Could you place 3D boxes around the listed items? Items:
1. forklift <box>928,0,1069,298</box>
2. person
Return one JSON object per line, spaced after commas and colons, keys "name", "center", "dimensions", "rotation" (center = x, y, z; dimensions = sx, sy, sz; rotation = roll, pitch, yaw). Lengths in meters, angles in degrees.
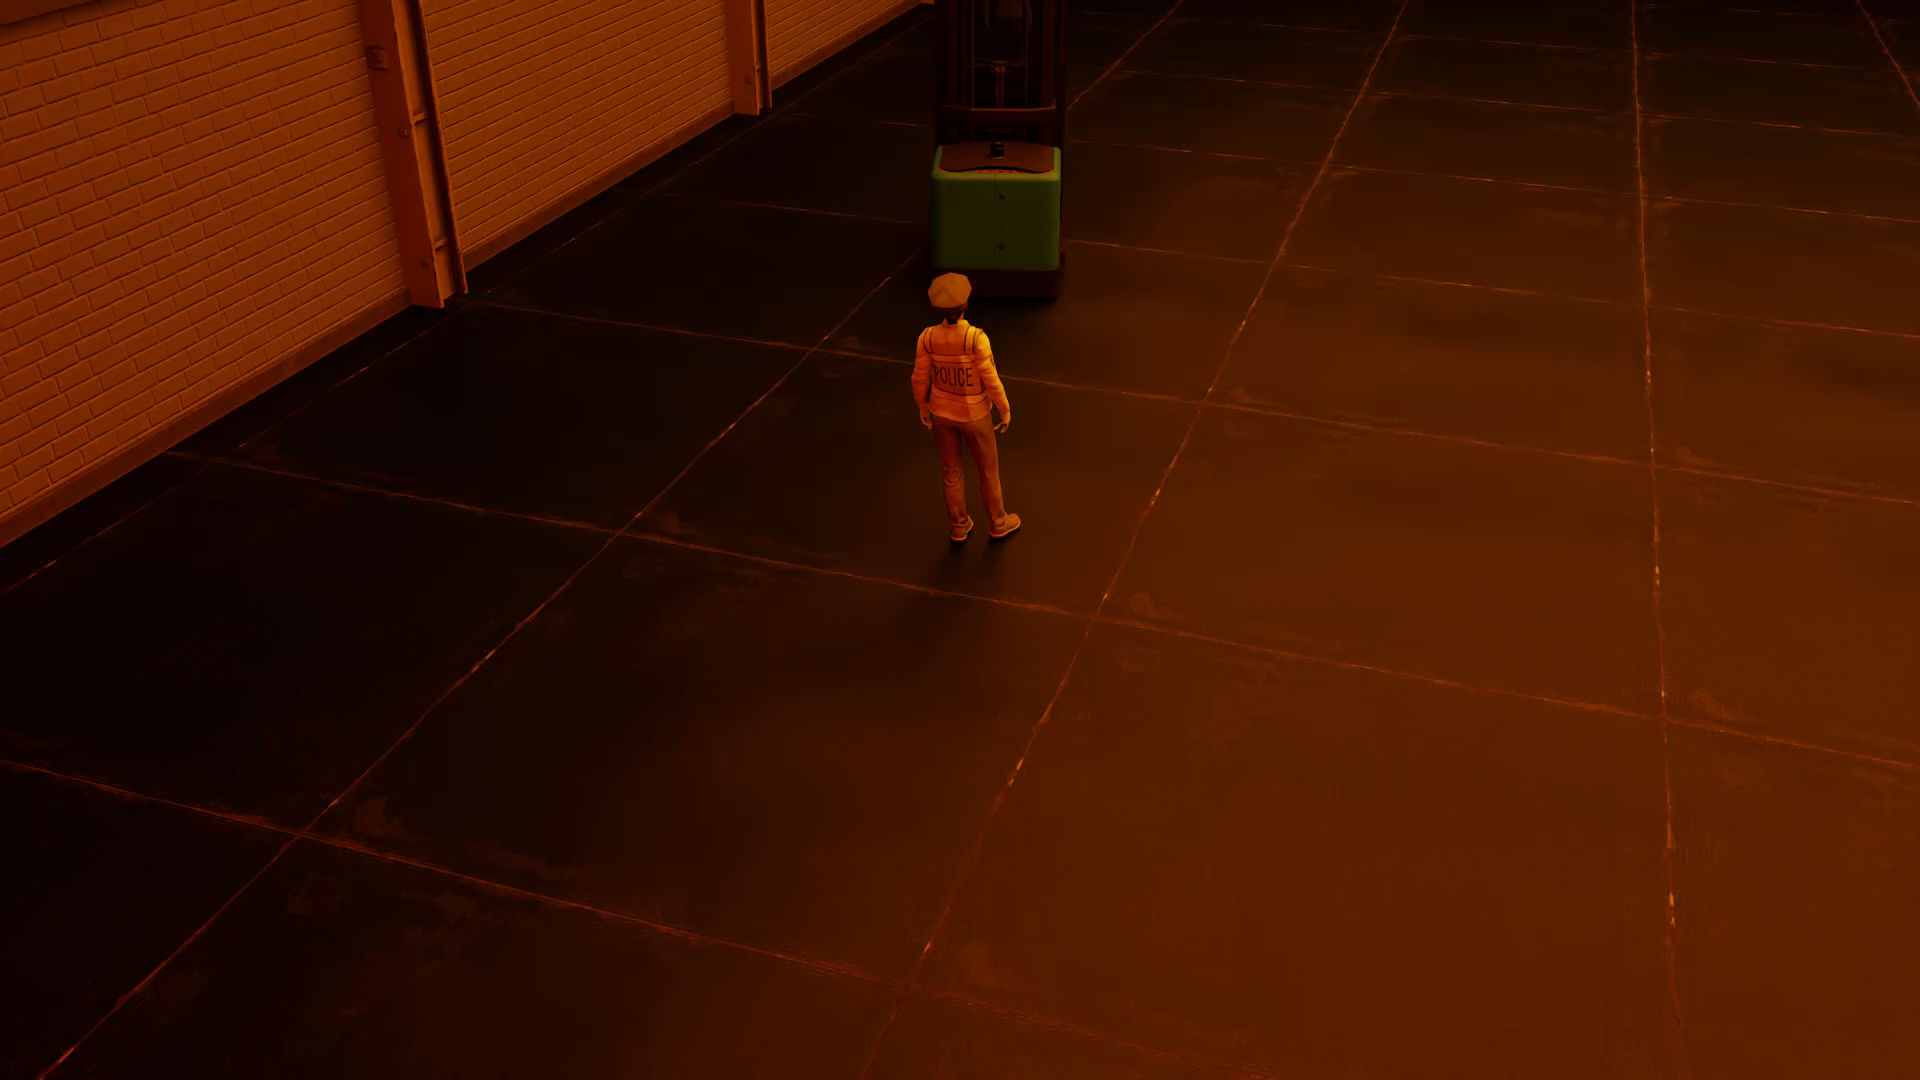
{"name": "forklift", "center": [0.350, -3.910, 13.996], "dimensions": [1.130, 2.935, 3.031], "rotation": [1, 30, 3]}
{"name": "person", "center": [0.029, -0.773, 9.727], "dimensions": [0.586, 1.694, 0.530], "rotation": [10, 31, 16]}
